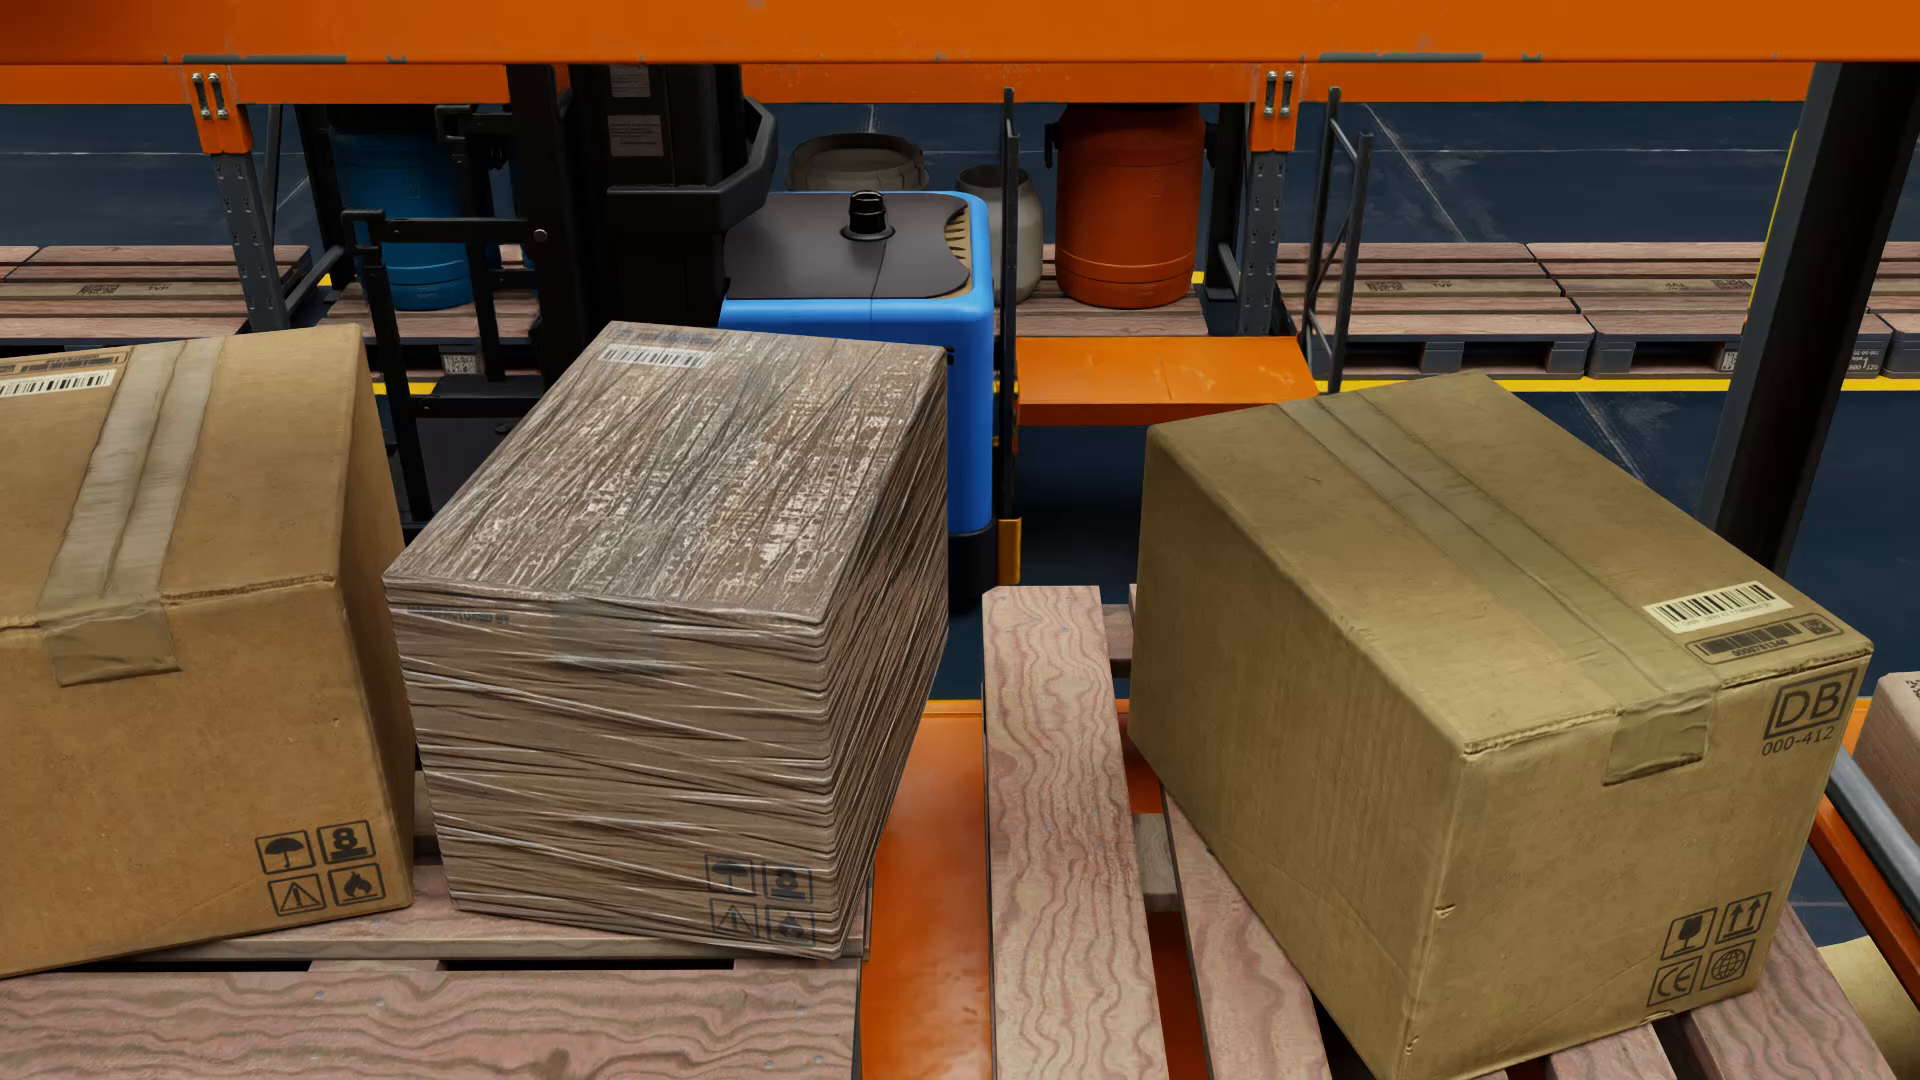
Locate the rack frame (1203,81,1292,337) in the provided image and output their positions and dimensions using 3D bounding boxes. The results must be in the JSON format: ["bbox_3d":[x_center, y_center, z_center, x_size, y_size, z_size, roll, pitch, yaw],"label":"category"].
[{"bbox_3d":[1.192,-2.216,6.510,0.127,3.000,1.000,0,31,0],"label":"rack frame"}]

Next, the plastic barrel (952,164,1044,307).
[{"bbox_3d":[0.139,-1.273,6.950,0.421,0.512,0.421,0,31,0],"label":"plastic barrel"}]

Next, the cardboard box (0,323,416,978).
[{"bbox_3d":[-1.015,0.106,2.182,0.500,0.500,0.700,-8,32,-13],"label":"cardboard box"}]

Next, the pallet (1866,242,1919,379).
[{"bbox_3d":[4.407,-1.014,7.217,1.213,0.211,1.003,0,31,0],"label":"pallet"}]

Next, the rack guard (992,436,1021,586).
[{"bbox_3d":[0.154,-0.107,5.686,0.087,0.250,0.587,0,31,0],"label":"rack guard"}]

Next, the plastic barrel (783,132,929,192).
[{"bbox_3d":[-0.426,-1.350,7.004,0.708,0.588,0.600,0,31,0],"label":"plastic barrel"}]

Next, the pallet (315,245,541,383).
[{"bbox_3d":[-2.036,-0.992,7.181,1.213,0.211,1.003,0,31,0],"label":"pallet"}]

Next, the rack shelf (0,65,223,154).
[{"bbox_3d":[-4.808,-1.889,6.666,4.000,0.370,1.077,0,31,0],"label":"rack shelf"}]

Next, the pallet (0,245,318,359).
[{"bbox_3d":[-3.543,-0.989,7.176,1.213,0.211,1.003,0,31,0],"label":"pallet"}]

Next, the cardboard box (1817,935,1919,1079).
[{"bbox_3d":[1.741,0.980,2.948,0.500,0.311,0.500,1,31,1],"label":"cardboard box"}]

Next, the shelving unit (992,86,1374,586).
[{"bbox_3d":[0.652,-0.644,5.365,1.083,1.500,0.587,0,31,0],"label":"shelving unit"}]

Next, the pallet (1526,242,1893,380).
[{"bbox_3d":[3.184,-1.008,7.208,1.213,0.211,1.003,0,31,0],"label":"pallet"}]

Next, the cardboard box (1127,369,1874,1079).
[{"bbox_3d":[0.589,0.192,2.041,0.500,0.500,0.700,-11,33,-17],"label":"cardboard box"}]

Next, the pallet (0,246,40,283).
[{"bbox_3d":[-4.766,-0.983,7.167,1.213,0.211,1.003,0,31,0],"label":"pallet"}]

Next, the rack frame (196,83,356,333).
[{"bbox_3d":[-2.808,-2.203,6.490,0.127,3.000,1.000,0,31,0],"label":"rack frame"}]

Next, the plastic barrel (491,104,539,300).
[{"bbox_3d":[-1.556,-1.481,6.917,0.708,0.901,0.600,0,31,0],"label":"plastic barrel"}]

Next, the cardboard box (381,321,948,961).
[{"bbox_3d":[-0.327,0.096,2.200,0.500,0.500,0.700,6,32,9],"label":"cardboard box"}]

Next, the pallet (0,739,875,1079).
[{"bbox_3d":[-0.726,0.444,2.311,1.213,0.211,1.003,0,31,0],"label":"pallet"}]

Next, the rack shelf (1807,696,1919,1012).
[{"bbox_3d":[3.218,0.655,2.472,4.000,0.370,1.077,0,31,0],"label":"rack shelf"}]

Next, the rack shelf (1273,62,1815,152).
[{"bbox_3d":[3.192,-1.915,6.707,4.000,0.370,1.077,0,31,0],"label":"rack shelf"}]

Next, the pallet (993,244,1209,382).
[{"bbox_3d":[0.404,-1.000,7.194,1.213,0.211,1.003,0,31,0],"label":"pallet"}]

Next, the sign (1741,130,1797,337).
[{"bbox_3d":[1.212,-0.429,2.450,0.005,0.325,0.100,0,31,0],"label":"sign"}]

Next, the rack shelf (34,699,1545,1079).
[{"bbox_3d":[-0.782,0.667,2.452,4.000,0.370,1.077,0,31,0],"label":"rack shelf"}]

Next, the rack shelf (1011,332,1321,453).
[{"bbox_3d":[0.661,-0.490,5.458,1.000,0.185,0.538,0,31,0],"label":"rack shelf"}]

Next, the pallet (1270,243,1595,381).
[{"bbox_3d":[1.967,-1.006,7.204,1.213,0.211,1.003,0,31,0],"label":"pallet"}]

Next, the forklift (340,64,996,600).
[{"bbox_3d":[-1.406,-1.267,5.013,3.031,2.935,1.130,0,31,0],"label":"forklift"}]

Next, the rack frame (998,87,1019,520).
[{"bbox_3d":[0.153,-0.642,5.362,0.032,1.500,0.500,0,31,0],"label":"rack frame"}]

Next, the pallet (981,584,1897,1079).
[{"bbox_3d":[0.541,0.474,2.262,1.003,0.211,1.213,0,31,0],"label":"pallet"}]

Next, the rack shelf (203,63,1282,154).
[{"bbox_3d":[-0.808,-1.902,6.687,4.000,0.370,1.077,0,31,0],"label":"rack shelf"}]

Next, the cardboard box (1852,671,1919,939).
[{"bbox_3d":[1.582,0.413,2.263,0.500,0.311,0.500,2,31,3],"label":"cardboard box"}]

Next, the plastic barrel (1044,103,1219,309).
[{"bbox_3d":[0.703,-1.457,6.947,0.708,0.830,0.600,0,31,0],"label":"plastic barrel"}]

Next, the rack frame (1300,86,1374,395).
[{"bbox_3d":[1.169,-0.646,5.368,0.032,1.500,0.500,0,31,0],"label":"rack frame"}]

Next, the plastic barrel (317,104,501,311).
[{"bbox_3d":[-2.264,-1.479,6.913,0.708,0.901,0.600,0,31,0],"label":"plastic barrel"}]
